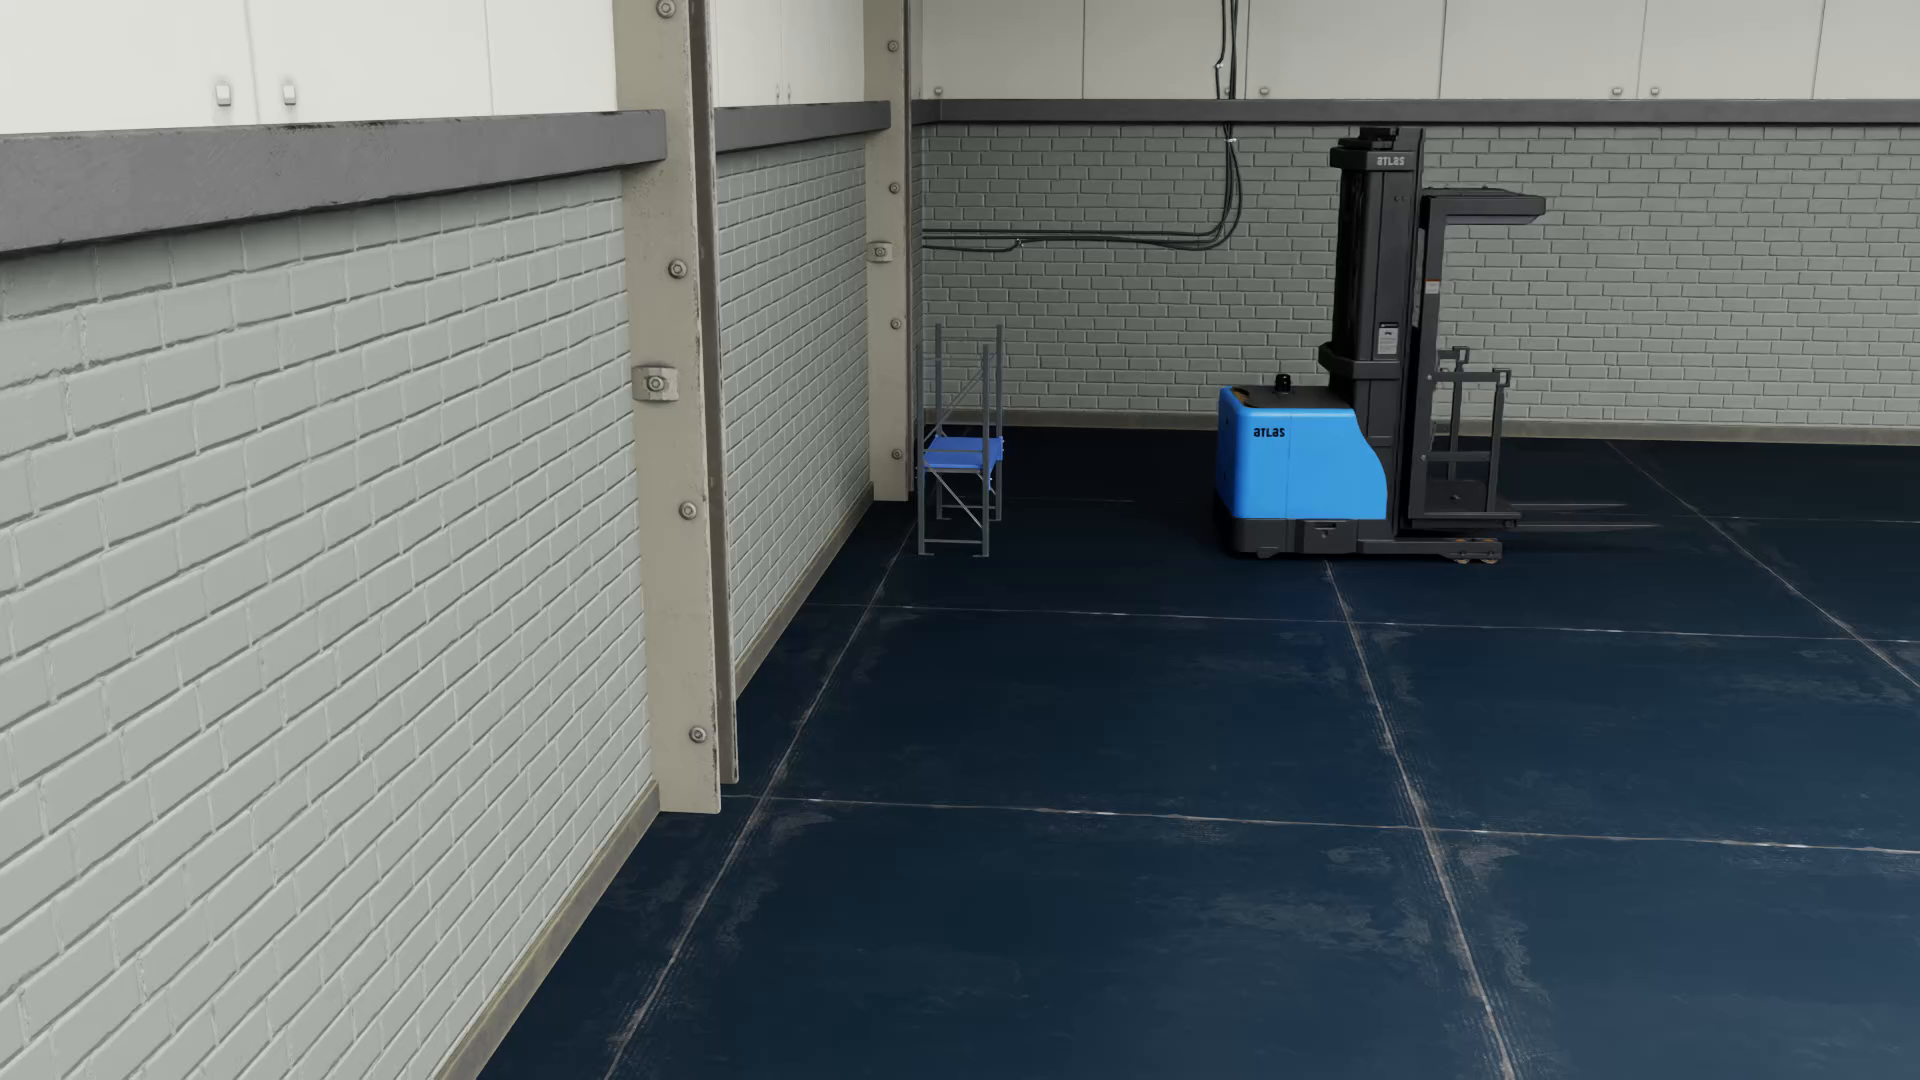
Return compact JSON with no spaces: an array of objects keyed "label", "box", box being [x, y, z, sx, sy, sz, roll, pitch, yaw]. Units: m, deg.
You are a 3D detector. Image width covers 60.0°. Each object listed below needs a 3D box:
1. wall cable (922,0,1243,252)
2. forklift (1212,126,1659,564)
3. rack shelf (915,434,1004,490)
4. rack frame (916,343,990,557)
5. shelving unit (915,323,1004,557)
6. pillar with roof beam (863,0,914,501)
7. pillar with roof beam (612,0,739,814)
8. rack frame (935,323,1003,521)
[{"label":"wall cable","box":[1.093,-3.938,15.435,3.097,2.526,0.112,2,15,6]},{"label":"forklift","box":[3.404,-1.392,11.693,3.031,2.935,1.130,0,15,1]},{"label":"rack shelf","box":[0.010,-0.572,12.095,0.538,0.185,1.000,2,15,6]},{"label":"rack frame","box":[-0.048,-0.614,11.561,0.500,1.500,0.032,2,15,6]},{"label":"shelving unit","box":[0.010,-0.746,12.048,0.538,1.500,1.048,2,15,6]},{"label":"pillar with roof beam","box":[3.724,-4.585,11.879,9.100,9.000,0.400,2,15,6]},{"label":"pillar with roof beam","box":[3.047,-3.029,6.124,9.100,9.000,0.400,2,15,6]},{"label":"rack frame","box":[0.067,-0.878,12.536,0.500,1.500,0.032,2,15,6]}]
